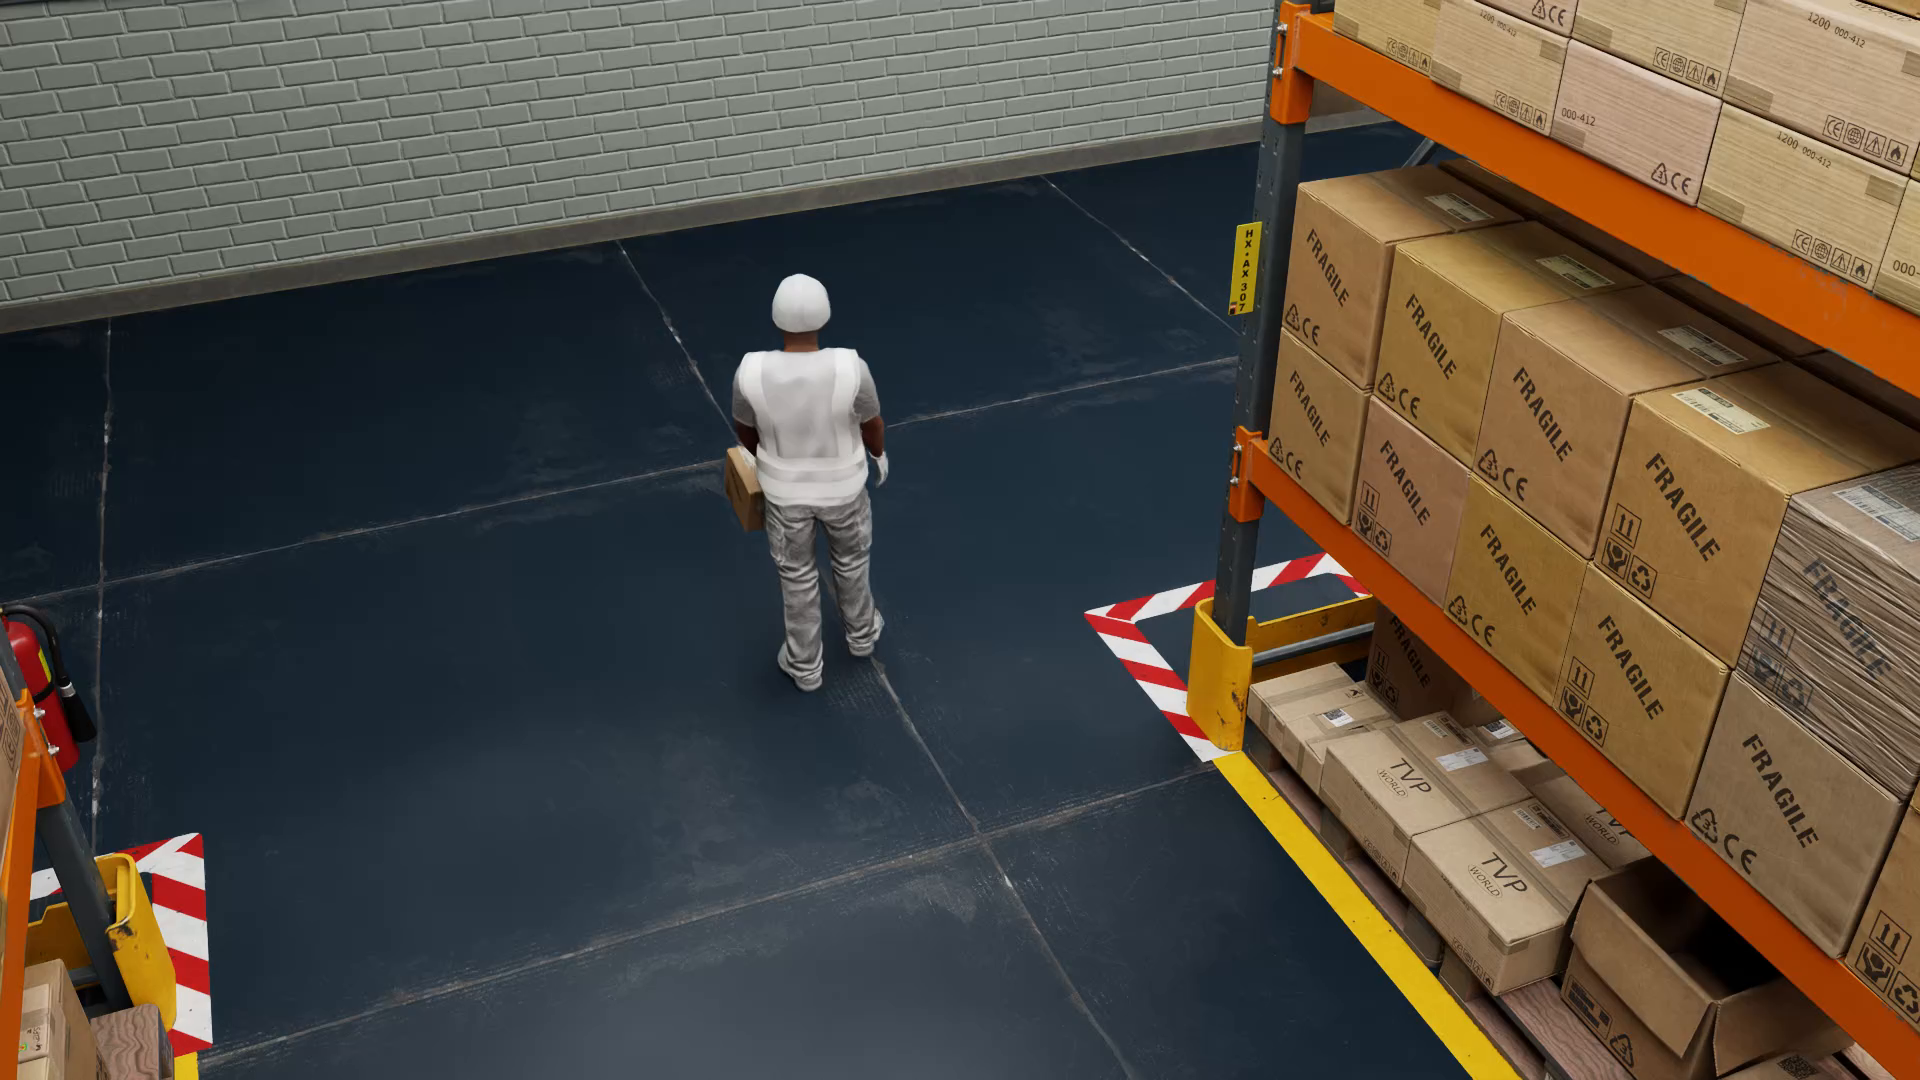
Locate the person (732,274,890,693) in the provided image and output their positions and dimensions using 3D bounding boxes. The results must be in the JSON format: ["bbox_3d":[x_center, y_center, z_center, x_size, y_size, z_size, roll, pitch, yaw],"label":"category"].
[{"bbox_3d":[-0.568,-0.262,6.516,0.582,1.789,0.555,-1,33,-2],"label":"person"}]
